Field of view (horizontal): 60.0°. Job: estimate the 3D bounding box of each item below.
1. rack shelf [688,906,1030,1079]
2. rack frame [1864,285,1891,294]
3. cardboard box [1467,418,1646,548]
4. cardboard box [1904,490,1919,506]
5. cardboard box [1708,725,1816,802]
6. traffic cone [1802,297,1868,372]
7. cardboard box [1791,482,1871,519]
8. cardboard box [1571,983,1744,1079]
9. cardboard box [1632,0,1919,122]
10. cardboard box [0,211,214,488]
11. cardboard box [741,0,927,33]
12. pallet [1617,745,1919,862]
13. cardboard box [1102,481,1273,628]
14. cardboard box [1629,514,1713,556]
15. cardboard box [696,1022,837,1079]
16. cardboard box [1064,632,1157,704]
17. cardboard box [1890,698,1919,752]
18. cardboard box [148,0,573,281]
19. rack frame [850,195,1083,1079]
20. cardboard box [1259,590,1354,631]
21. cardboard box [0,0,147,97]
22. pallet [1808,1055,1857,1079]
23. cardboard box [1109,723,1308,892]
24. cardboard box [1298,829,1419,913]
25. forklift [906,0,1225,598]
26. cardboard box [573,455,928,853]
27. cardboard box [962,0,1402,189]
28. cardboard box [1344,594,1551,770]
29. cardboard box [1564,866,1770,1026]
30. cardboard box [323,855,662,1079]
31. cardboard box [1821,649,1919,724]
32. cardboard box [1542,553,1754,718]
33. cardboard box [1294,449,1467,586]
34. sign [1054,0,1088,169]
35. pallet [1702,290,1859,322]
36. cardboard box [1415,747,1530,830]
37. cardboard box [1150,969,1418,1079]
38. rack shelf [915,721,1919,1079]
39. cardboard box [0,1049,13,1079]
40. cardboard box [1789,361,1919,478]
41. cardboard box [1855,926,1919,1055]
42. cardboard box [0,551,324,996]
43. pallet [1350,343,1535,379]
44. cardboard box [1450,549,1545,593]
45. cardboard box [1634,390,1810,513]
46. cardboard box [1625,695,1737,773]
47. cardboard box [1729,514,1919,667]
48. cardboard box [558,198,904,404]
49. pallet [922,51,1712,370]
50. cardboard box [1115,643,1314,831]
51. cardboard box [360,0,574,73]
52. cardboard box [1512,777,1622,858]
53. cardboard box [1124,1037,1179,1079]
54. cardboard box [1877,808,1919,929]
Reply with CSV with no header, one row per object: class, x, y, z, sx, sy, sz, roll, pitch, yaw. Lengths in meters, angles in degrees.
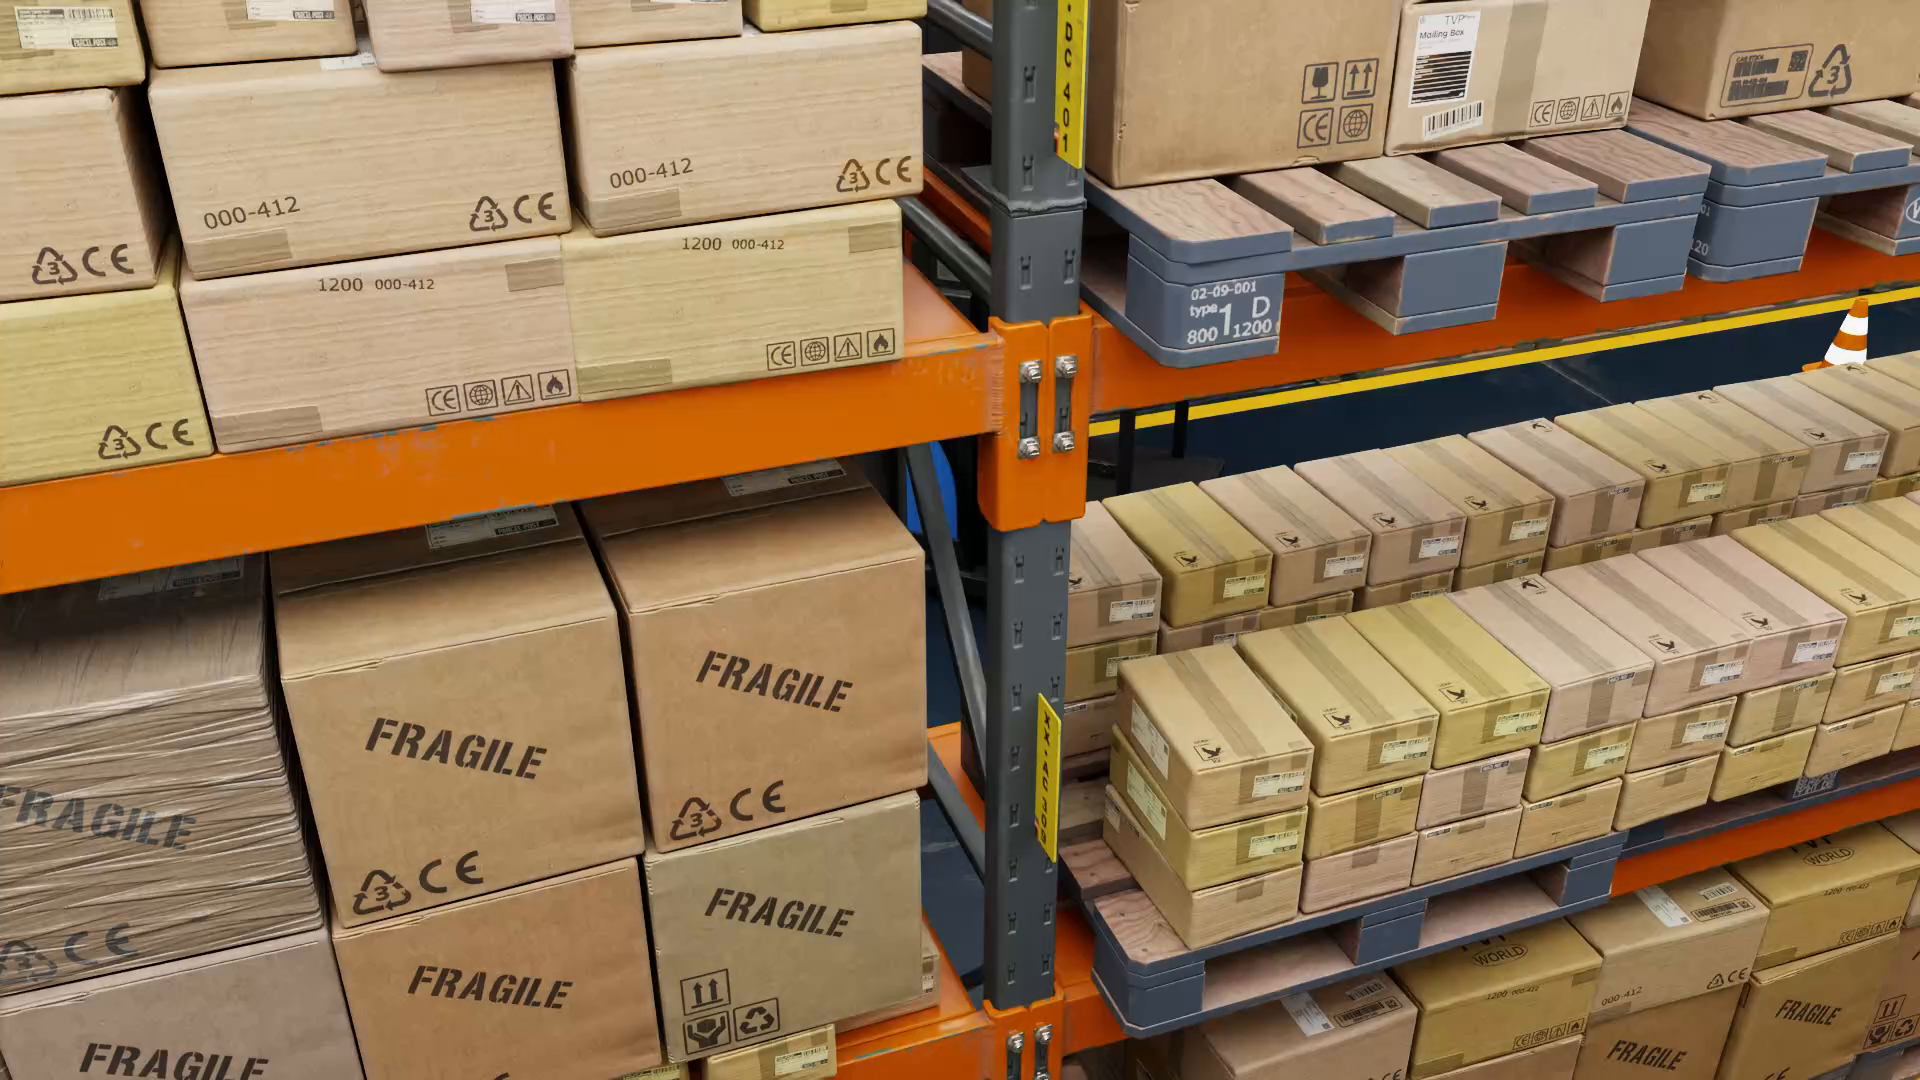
rack shelf,-1.911,1.224,3.298,4.000,0.370,1.077,-10,31,-18
rack frame,5.641,-3.094,10.150,0.127,3.000,1.000,-10,31,-18
cardboard box,1.494,-0.150,4.212,0.250,0.149,0.380,-12,32,-20
cardboard box,2.454,0.015,3.921,0.250,0.149,0.380,-10,31,-18
cardboard box,1.715,0.410,3.829,0.250,0.149,0.380,-11,31,-19
traffic cone,4.967,-1.128,9.262,0.334,0.463,0.336,-10,31,-18
cardboard box,2.217,-0.155,4.521,0.250,0.149,0.380,-10,31,-18
cardboard box,1.730,1.277,4.580,0.500,0.500,0.500,-10,31,-17
cardboard box,1.457,-1.170,3.215,0.637,0.503,0.797,-11,31,-18
cardboard box,-1.350,-0.293,2.356,0.500,0.250,0.500,-11,31,-18
cardboard box,-0.234,-0.881,2.480,0.250,0.149,0.380,-12,32,-20
pallet,1.871,0.320,4.352,1.213,0.211,1.003,-10,31,-18
cardboard box,0.523,0.028,3.900,0.250,0.149,0.380,-11,32,-19
cardboard box,1.731,-0.065,4.363,0.250,0.149,0.380,-9,31,-16
cardboard box,-0.426,0.928,3.344,0.250,0.149,0.380,-11,32,-19
cardboard box,0.268,0.203,3.892,0.250,0.149,0.380,-9,31,-16
cardboard box,2.206,0.320,3.988,0.250,0.149,0.380,-9,31,-16
cardboard box,-0.872,-0.607,2.402,0.500,0.250,0.500,-12,32,-20
rack frame,-0.036,0.566,3.726,0.127,3.000,1.000,-10,31,-18
cardboard box,0.748,0.116,4.046,0.250,0.149,0.380,-9,31,-15
cardboard box,-1.209,-0.698,2.158,0.250,0.149,0.380,-12,32,-20
pallet,1.838,1.430,5.026,1.213,0.211,1.003,-10,31,-18
cardboard box,0.493,0.509,3.355,0.250,0.149,0.380,-10,31,-17
cardboard box,0.751,0.588,3.518,0.250,0.149,0.380,-10,31,-17
forklift,0.590,-1.164,6.831,3.031,2.935,1.130,11,31,18
cardboard box,-0.383,0.166,3.017,0.500,0.500,0.500,-12,32,-19
cardboard box,0.357,-0.977,2.880,0.500,0.500,0.700,-10,31,-18
cardboard box,0.993,0.286,3.447,0.250,0.149,0.380,-10,31,-17
cardboard box,1.726,0.960,4.378,0.500,0.250,0.500,-9,31,-16
cardboard box,-0.878,0.697,3.095,0.500,0.500,0.500,-11,32,-19
cardboard box,1.958,0.238,3.831,0.250,0.149,0.380,-11,31,-19
cardboard box,1.468,0.199,3.598,0.250,0.149,0.380,-11,31,-18
cardboard box,1.012,-0.061,4.056,0.250,0.149,0.380,-11,31,-18
sign,0.160,-0.711,2.416,0.005,0.325,0.100,-10,31,-18
pallet,4.911,-1.747,10.603,1.213,0.211,1.003,-10,31,-18
cardboard box,0.977,0.419,3.514,0.250,0.149,0.380,-10,31,-16
cardboard box,0.748,1.139,4.064,0.500,0.250,0.500,-12,32,-20
rack shelf,1.838,0.534,4.510,4.000,0.370,1.077,-10,31,-18
cardboard box,-1.836,0.861,2.807,0.500,0.500,0.500,-11,32,-19
cardboard box,2.481,-0.333,4.533,0.250,0.149,0.380,-12,32,-20
cardboard box,2.699,1.102,4.886,0.500,0.500,0.500,-9,31,-16
cardboard box,-1.350,0.339,2.713,0.500,0.500,0.500,-10,31,-16
pallet,2.625,-1.326,9.864,1.213,0.211,1.003,-10,31,-18
cardboard box,1.247,0.022,4.210,0.250,0.149,0.380,-12,32,-20
cardboard box,1.981,-0.239,4.367,0.250,0.149,0.380,-9,31,-16
cardboard box,1.473,0.326,3.677,0.250,0.149,0.380,-9,31,-16
cardboard box,1.956,0.108,3.759,0.250,0.149,0.380,-9,31,-16
cardboard box,-0.402,-0.462,2.652,0.500,0.250,0.500,-10,31,-16
pallet,0.579,-0.713,3.130,1.003,0.211,1.213,-10,31,-18
cardboard box,0.493,0.380,3.282,0.250,0.149,0.380,-9,31,-15
cardboard box,-0.693,-0.769,2.284,0.250,0.149,0.380,-10,31,-18
cardboard box,1.222,0.504,3.666,0.250,0.149,0.380,-10,31,-17
cardboard box,0.749,1.465,4.249,0.500,0.500,0.500,-9,31,-16
cardboard box,2.693,0.785,4.684,0.500,0.250,0.500,-10,31,-17
